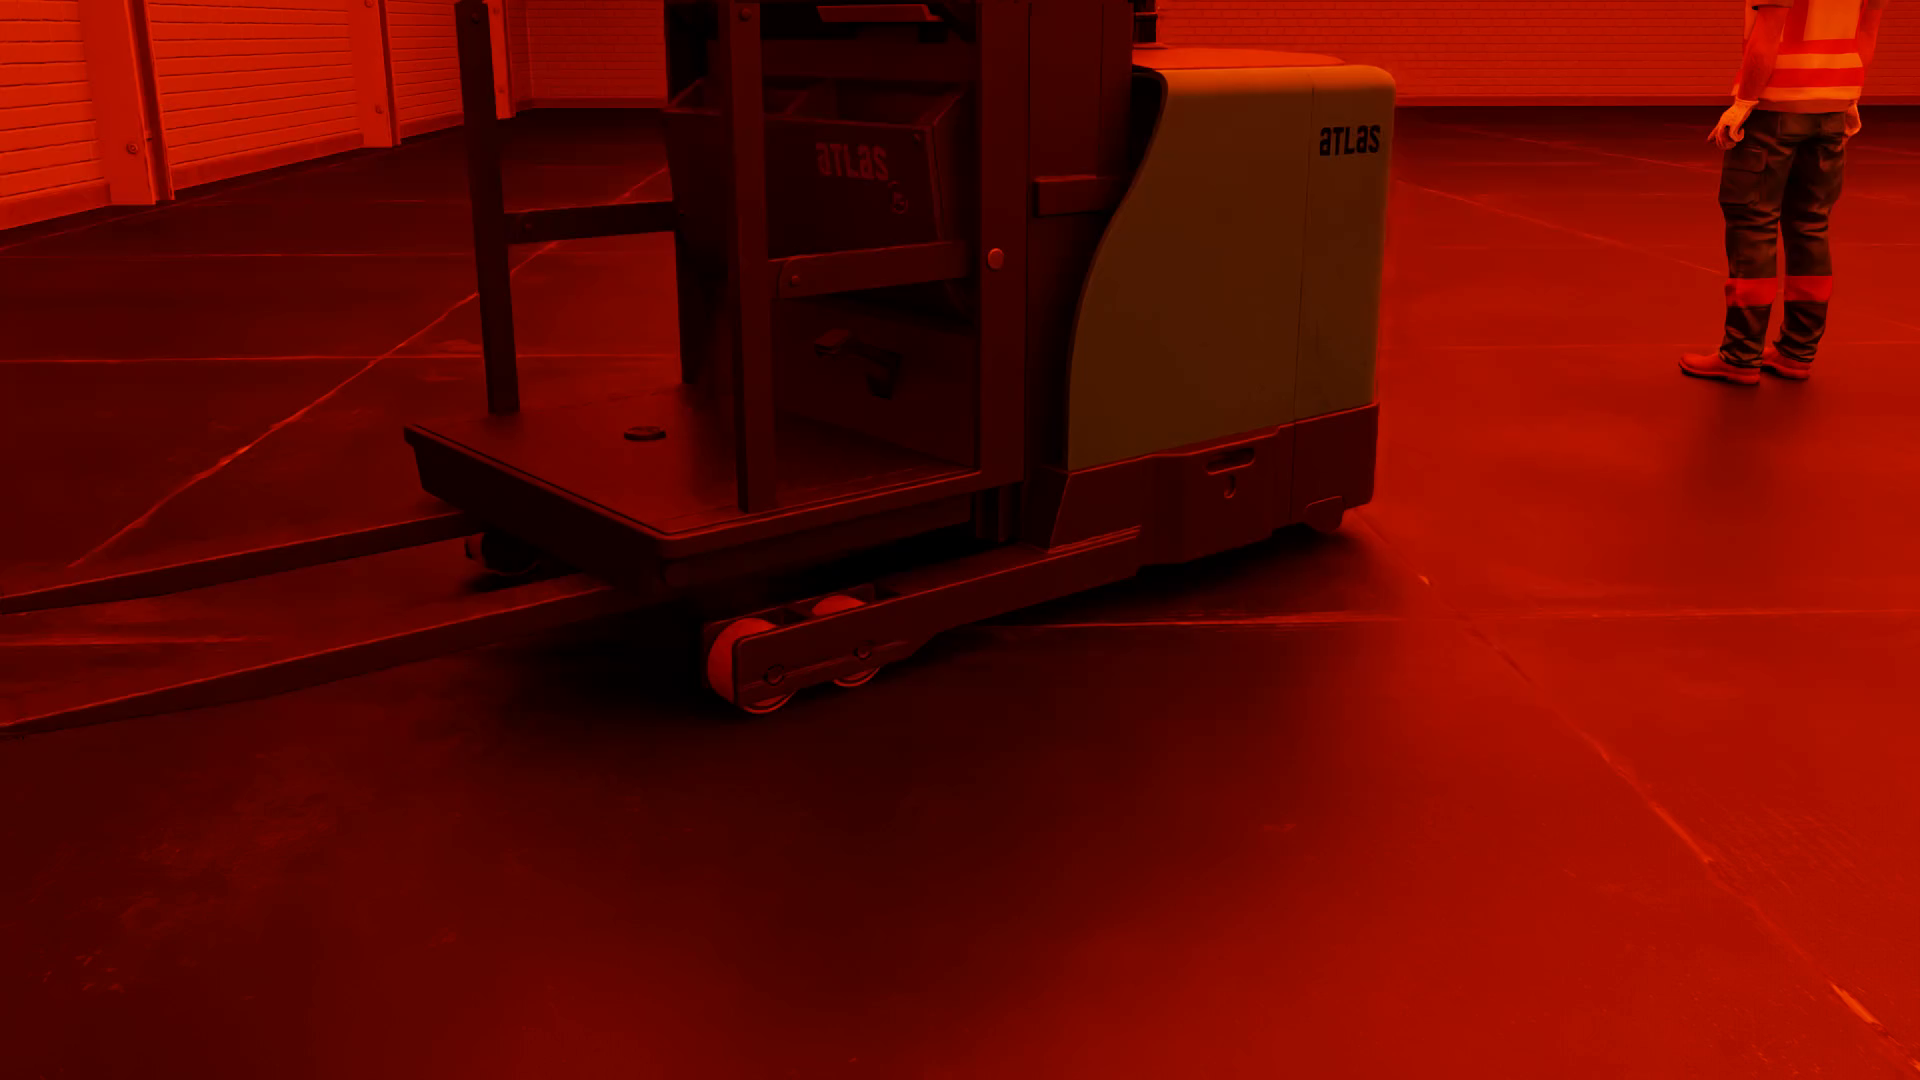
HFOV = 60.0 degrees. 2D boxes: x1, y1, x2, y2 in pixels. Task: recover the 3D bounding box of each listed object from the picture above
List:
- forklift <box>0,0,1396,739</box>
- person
[{"bbox_3d":[-0.462,-1.269,3.057,3.031,2.935,1.130,-14,22,-38],"label":"forklift"},{"bbox_3d":[2.743,-1.423,5.513,0.533,1.794,0.376,-6,18,-18],"label":"person"}]
